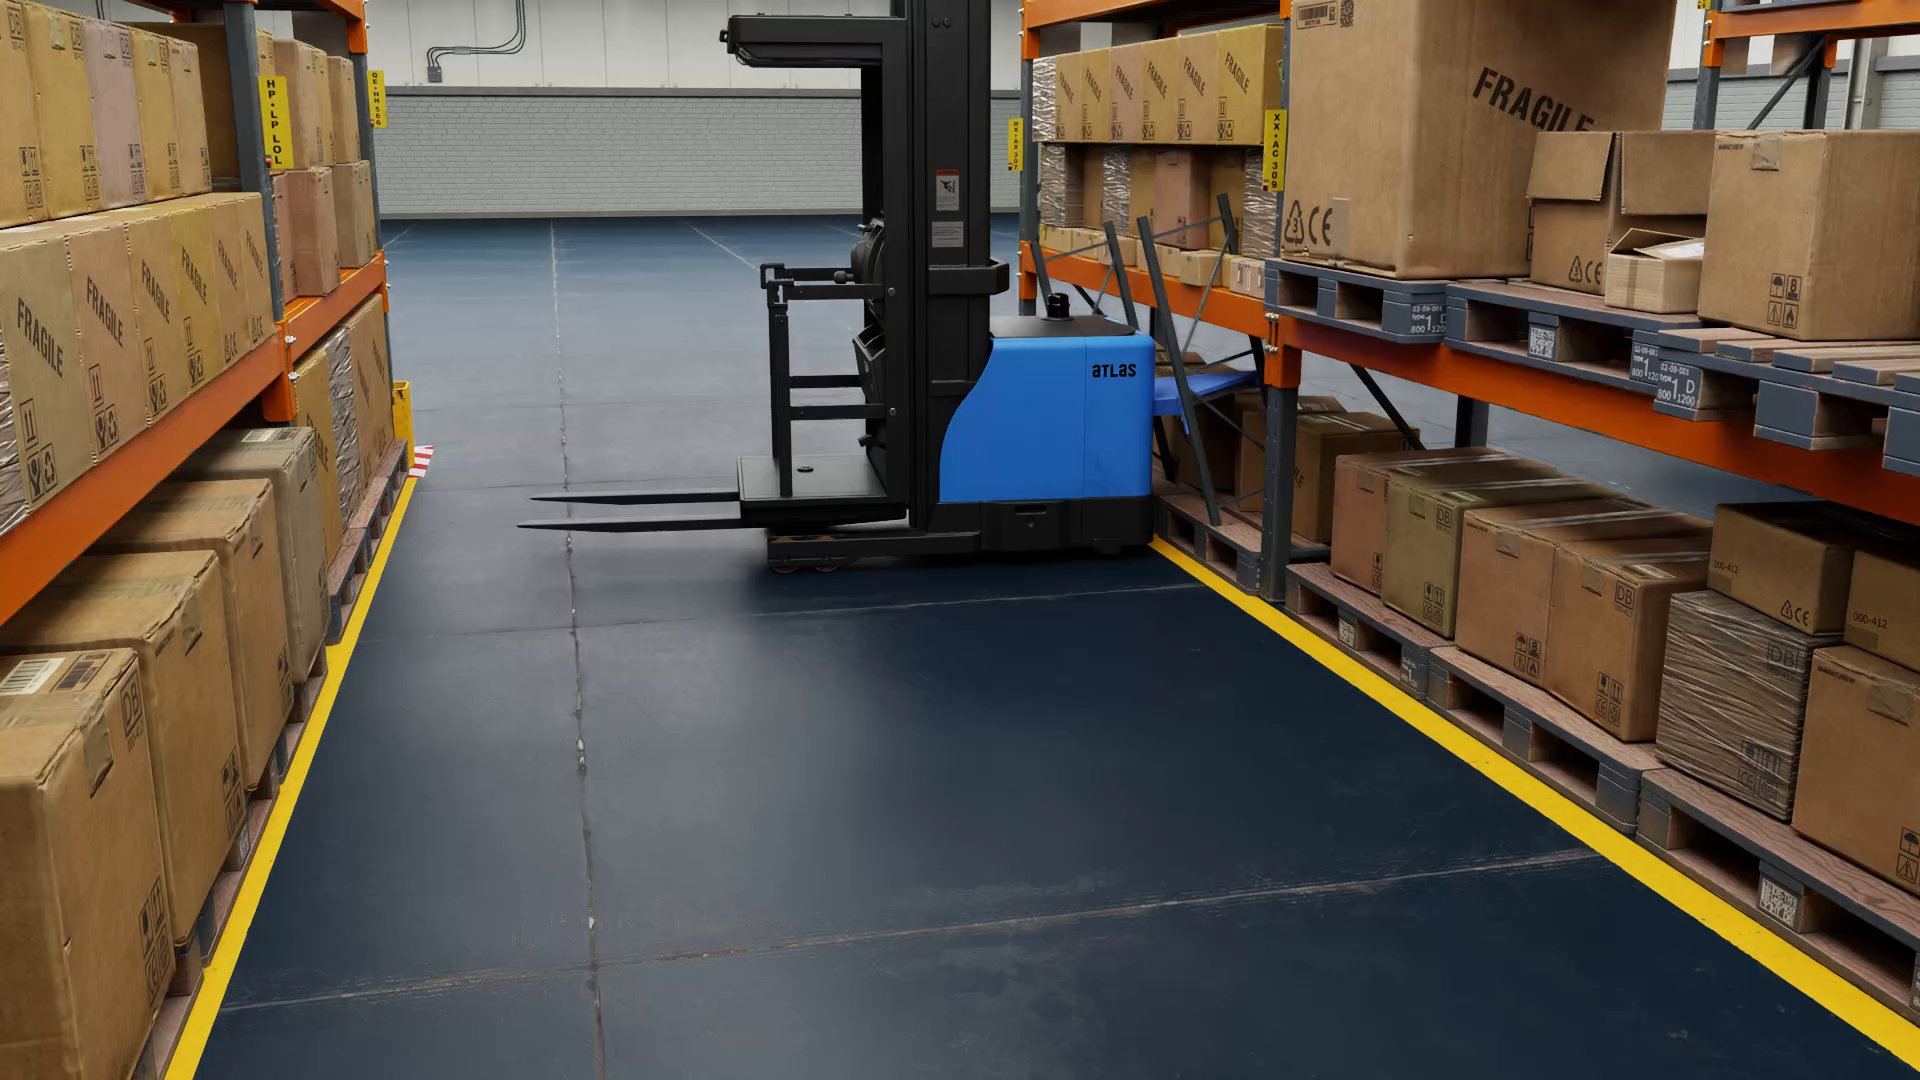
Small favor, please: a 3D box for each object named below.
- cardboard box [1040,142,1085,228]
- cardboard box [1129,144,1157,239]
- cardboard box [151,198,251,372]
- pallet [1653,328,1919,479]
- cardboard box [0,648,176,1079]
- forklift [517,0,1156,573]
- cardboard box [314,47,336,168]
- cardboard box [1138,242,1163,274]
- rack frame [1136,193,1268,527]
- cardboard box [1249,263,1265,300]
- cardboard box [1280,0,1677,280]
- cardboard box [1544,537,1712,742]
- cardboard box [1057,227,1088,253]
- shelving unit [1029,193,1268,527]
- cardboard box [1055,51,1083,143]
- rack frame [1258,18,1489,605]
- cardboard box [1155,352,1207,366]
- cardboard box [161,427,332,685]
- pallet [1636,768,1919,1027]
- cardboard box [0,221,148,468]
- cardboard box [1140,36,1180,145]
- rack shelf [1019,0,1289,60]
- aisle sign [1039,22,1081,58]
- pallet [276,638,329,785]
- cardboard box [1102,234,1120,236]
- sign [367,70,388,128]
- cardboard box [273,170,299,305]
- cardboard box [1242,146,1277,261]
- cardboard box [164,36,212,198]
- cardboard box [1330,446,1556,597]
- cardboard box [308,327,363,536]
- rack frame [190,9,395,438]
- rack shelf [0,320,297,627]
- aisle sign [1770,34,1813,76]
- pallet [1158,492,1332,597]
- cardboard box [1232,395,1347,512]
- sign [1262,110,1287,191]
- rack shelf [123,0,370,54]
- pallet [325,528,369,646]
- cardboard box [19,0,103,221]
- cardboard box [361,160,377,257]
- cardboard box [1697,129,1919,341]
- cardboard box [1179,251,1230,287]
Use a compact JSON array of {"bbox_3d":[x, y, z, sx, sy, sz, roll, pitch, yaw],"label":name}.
[{"bbox_3d":[0.989,-2.204,10.292,0.875,0.500,0.500,-3,14,-13],"label":"cardboard box"},{"bbox_3d":[1.404,-1.862,8.890,0.875,0.500,0.500,-3,14,-13],"label":"cardboard box"},{"bbox_3d":[-2.518,-0.790,5.130,0.500,0.500,0.500,-3,14,-14],"label":"cardboard box"},{"bbox_3d":[2.494,-0.359,3.982,1.213,0.211,1.003,-3,14,-13],"label":"pallet"},{"bbox_3d":[-2.135,0.702,3.087,1.050,0.750,0.750,-3,14,-14],"label":"cardboard box"},{"bbox_3d":[-0.618,-1.402,7.991,3.031,2.935,1.130,-2,14,-8],"label":"forklift"},{"bbox_3d":[-3.440,-2.023,7.794,0.875,0.550,0.500,-3,14,-13],"label":"cardboard box"},{"bbox_3d":[1.151,-1.475,8.673,0.380,0.149,0.250,-3,14,-13],"label":"cardboard box"},{"bbox_3d":[1.215,-0.829,7.789,0.500,1.500,0.032,-20,11,-24],"label":"rack frame"},{"bbox_3d":[1.489,-1.128,7.253,0.380,0.149,0.250,-3,14,-13],"label":"cardboard box"},{"bbox_3d":[1.876,-1.521,6.184,1.000,1.000,1.000,-3,14,-13],"label":"cardboard box"},{"bbox_3d":[2.306,0.295,5.237,0.700,0.500,0.500,-2,14,-8],"label":"cardboard box"},{"bbox_3d":[0.806,-1.821,10.091,0.380,0.149,0.250,-3,14,-13],"label":"cardboard box"},{"bbox_3d":[0.991,-0.853,8.244,0.538,1.500,1.048,-20,11,-24],"label":"shelving unit"},{"bbox_3d":[0.861,-2.561,9.643,0.500,0.500,0.500,-3,14,-13],"label":"cardboard box"},{"bbox_3d":[1.826,-1.217,7.087,1.000,3.000,0.127,-3,14,-13],"label":"rack frame"},{"bbox_3d":[1.190,-0.848,9.961,0.500,0.500,0.500,0,14,2],"label":"cardboard box"},{"bbox_3d":[-2.786,0.063,5.703,1.050,0.750,0.750,-3,14,-13],"label":"cardboard box"},{"bbox_3d":[2.583,0.880,4.379,1.003,0.211,1.213,-3,14,-13],"label":"pallet"},{"bbox_3d":[-2.163,-0.442,3.704,0.500,0.500,0.500,-3,14,-13],"label":"cardboard box"},{"bbox_3d":[1.217,-2.215,8.228,0.500,0.500,0.500,-3,14,-13],"label":"cardboard box"},{"bbox_3d":[1.356,-2.786,8.705,1.077,0.370,4.000,-3,14,-13],"label":"rack shelf"},{"bbox_3d":[0.580,-3.400,10.546,0.394,0.787,0.004,-3,14,-13],"label":"aisle sign"},{"bbox_3d":[-2.765,0.565,5.671,1.003,0.211,1.213,-3,14,-13],"label":"pallet"},{"bbox_3d":[1.022,-1.651,9.392,0.380,0.149,0.250,-3,14,-13],"label":"cardboard box"},{"bbox_3d":[-3.428,-2.591,9.773,0.100,0.325,0.005,-3,14,-13],"label":"sign"},{"bbox_3d":[-3.269,-1.247,6.893,0.875,0.550,0.550,-3,14,-13],"label":"cardboard box"},{"bbox_3d":[1.780,-1.517,7.479,0.875,0.500,0.500,-3,14,-13],"label":"cardboard box"},{"bbox_3d":[-2.897,-1.384,5.453,0.700,0.500,0.500,-4,14,-14],"label":"cardboard box"},{"bbox_3d":[1.949,-0.073,6.747,0.700,0.500,0.500,-4,14,-18],"label":"cardboard box"},{"bbox_3d":[-3.314,-0.492,7.714,0.875,0.875,0.875,-3,14,-13],"label":"cardboard box"},{"bbox_3d":[-3.959,-1.886,9.828,1.000,3.000,0.127,-3,14,-13],"label":"rack frame"},{"bbox_3d":[-2.550,-0.153,4.248,1.077,0.370,4.000,-3,14,-13],"label":"rack shelf"},{"bbox_3d":[5.973,-3.712,11.822,0.394,0.787,0.004,-3,14,-13],"label":"aisle sign"},{"bbox_3d":[1.634,-0.015,8.044,1.003,0.211,1.213,-3,14,-13],"label":"pallet"},{"bbox_3d":[1.629,-0.433,8.260,0.500,0.500,0.500,1,14,5],"label":"cardboard box"},{"bbox_3d":[1.300,-1.605,6.854,0.100,0.325,0.005,-3,14,-13],"label":"sign"},{"bbox_3d":[-3.489,-2.533,7.669,1.077,0.370,4.000,-3,14,-13],"label":"rack shelf"},{"bbox_3d":[-3.122,0.211,7.118,1.003,0.211,1.213,-3,14,-13],"label":"pallet"},{"bbox_3d":[-2.539,-1.032,4.014,0.700,0.500,0.500,-3,14,-14],"label":"cardboard box"},{"bbox_3d":[-3.828,-1.876,9.470,0.875,0.550,0.550,-3,14,-13],"label":"cardboard box"},{"bbox_3d":[2.371,-0.792,4.254,0.700,0.500,0.500,-1,14,-5],"label":"cardboard box"},{"bbox_3d":[1.273,-1.299,7.952,0.380,0.149,0.250,-3,14,-13],"label":"cardboard box"}]
